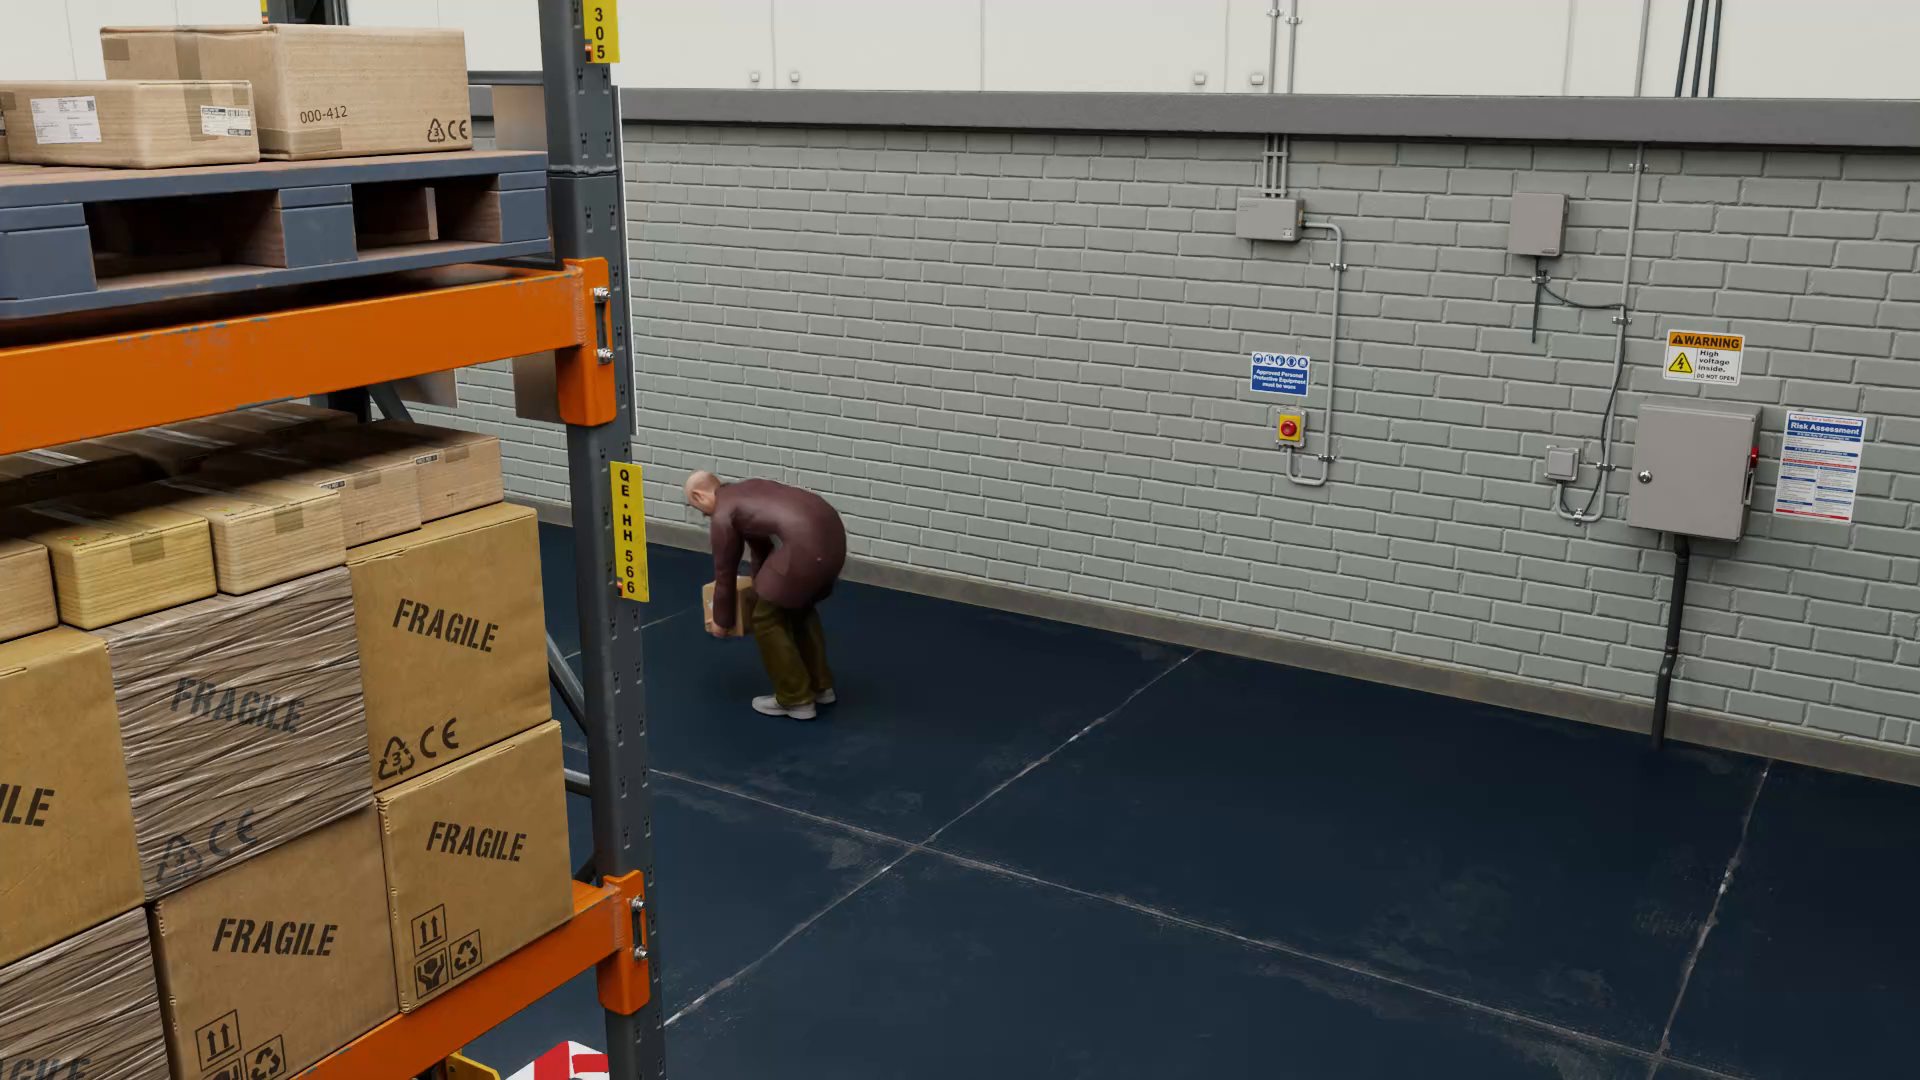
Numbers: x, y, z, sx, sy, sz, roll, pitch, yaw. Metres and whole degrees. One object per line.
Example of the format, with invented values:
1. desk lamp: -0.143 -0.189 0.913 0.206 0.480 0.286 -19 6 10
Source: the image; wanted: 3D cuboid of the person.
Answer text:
1. person: -1.024 0.267 8.673 0.939 1.203 0.559 9 18 29
